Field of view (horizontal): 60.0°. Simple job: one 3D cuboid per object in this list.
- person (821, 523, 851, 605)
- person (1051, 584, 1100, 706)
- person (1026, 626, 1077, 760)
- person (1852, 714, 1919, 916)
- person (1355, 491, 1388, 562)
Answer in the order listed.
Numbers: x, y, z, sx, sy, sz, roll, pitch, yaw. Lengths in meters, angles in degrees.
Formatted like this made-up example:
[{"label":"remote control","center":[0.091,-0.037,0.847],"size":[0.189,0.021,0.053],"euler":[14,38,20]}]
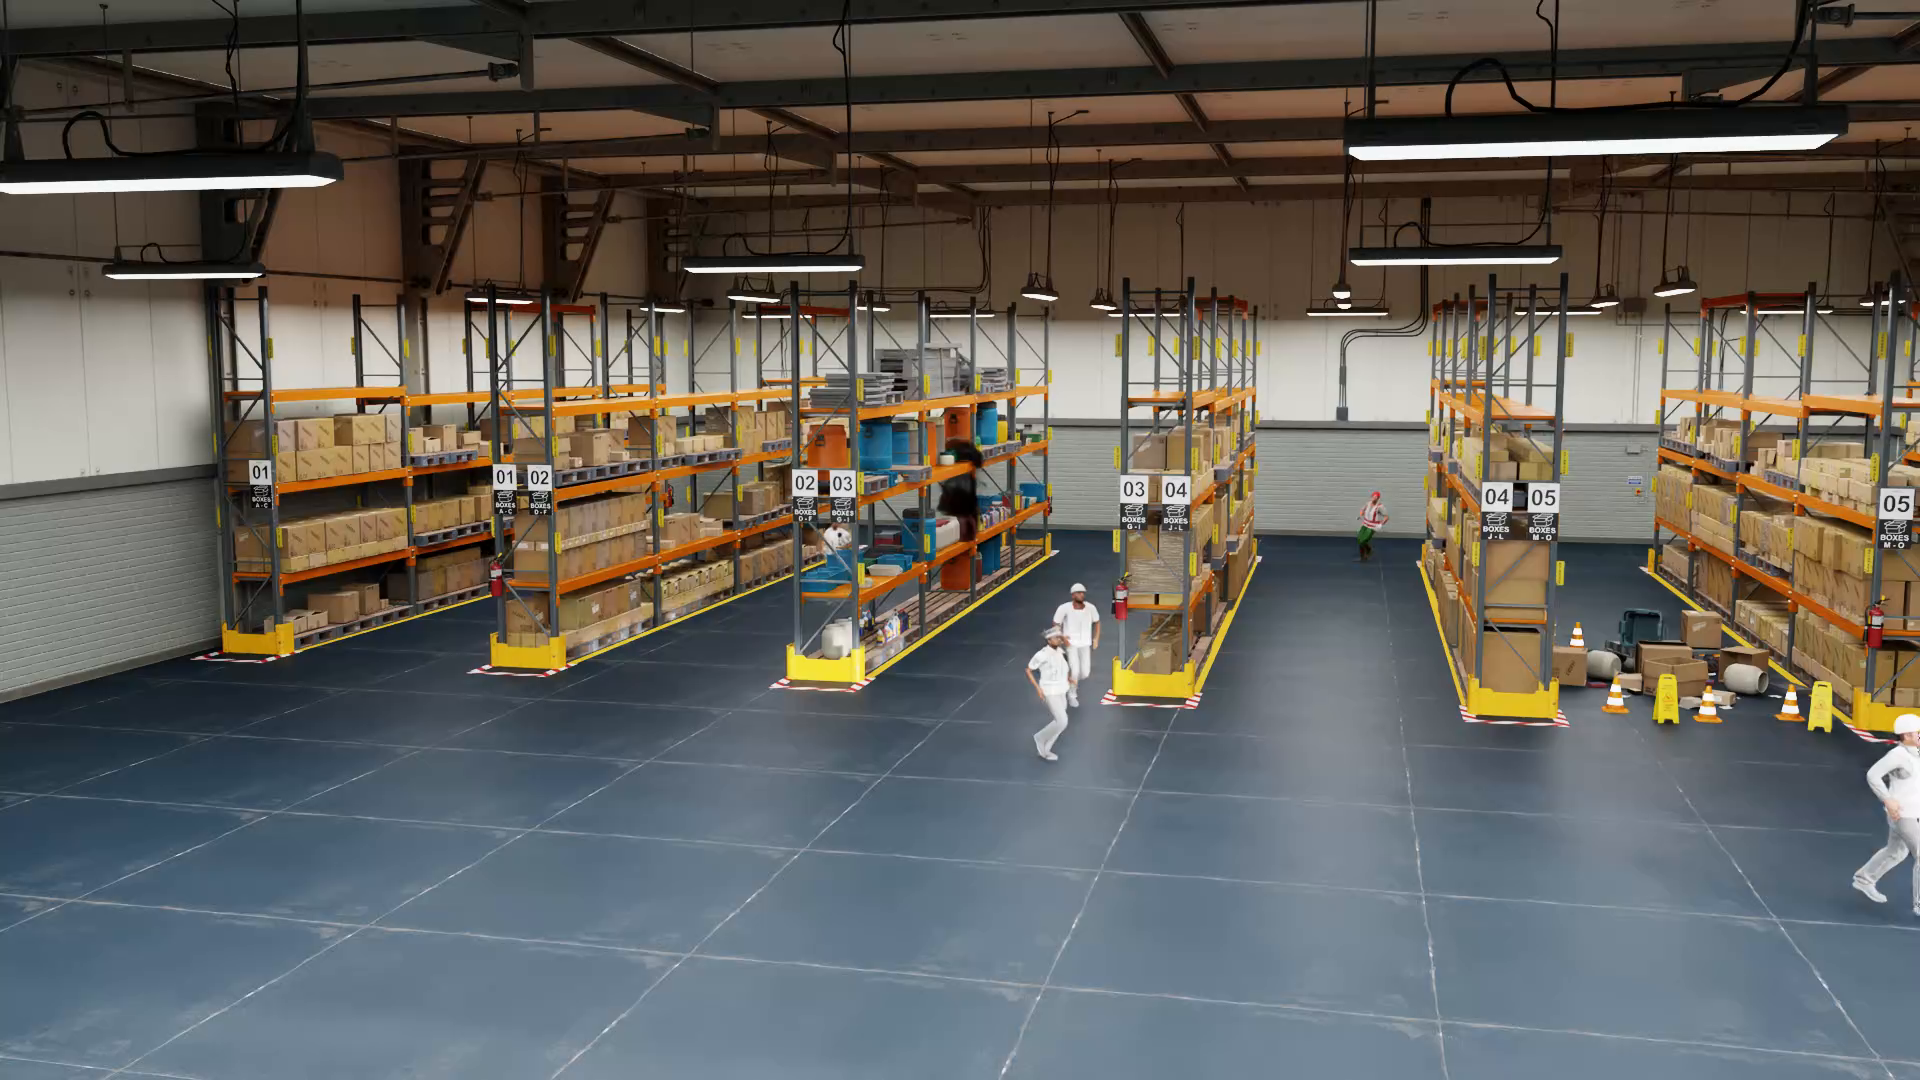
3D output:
[{"label":"person","center":[-2.313,0.369,30.839],"size":[0.620,1.669,0.746],"euler":[1,7,12]},{"label":"person","center":[1.647,1.460,23.519],"size":[0.737,1.721,0.617],"euler":[-2,7,-18]},{"label":"person","center":[1.169,1.863,20.163],"size":[0.568,1.659,0.560],"euler":[6,9,41]},{"label":"person","center":[8.336,2.436,14.658],"size":[0.825,1.822,0.633],"euler":[6,9,43]},{"label":"person","center":[9.569,-0.301,38.868],"size":[0.514,1.696,0.740],"euler":[-5,8,-38]}]
